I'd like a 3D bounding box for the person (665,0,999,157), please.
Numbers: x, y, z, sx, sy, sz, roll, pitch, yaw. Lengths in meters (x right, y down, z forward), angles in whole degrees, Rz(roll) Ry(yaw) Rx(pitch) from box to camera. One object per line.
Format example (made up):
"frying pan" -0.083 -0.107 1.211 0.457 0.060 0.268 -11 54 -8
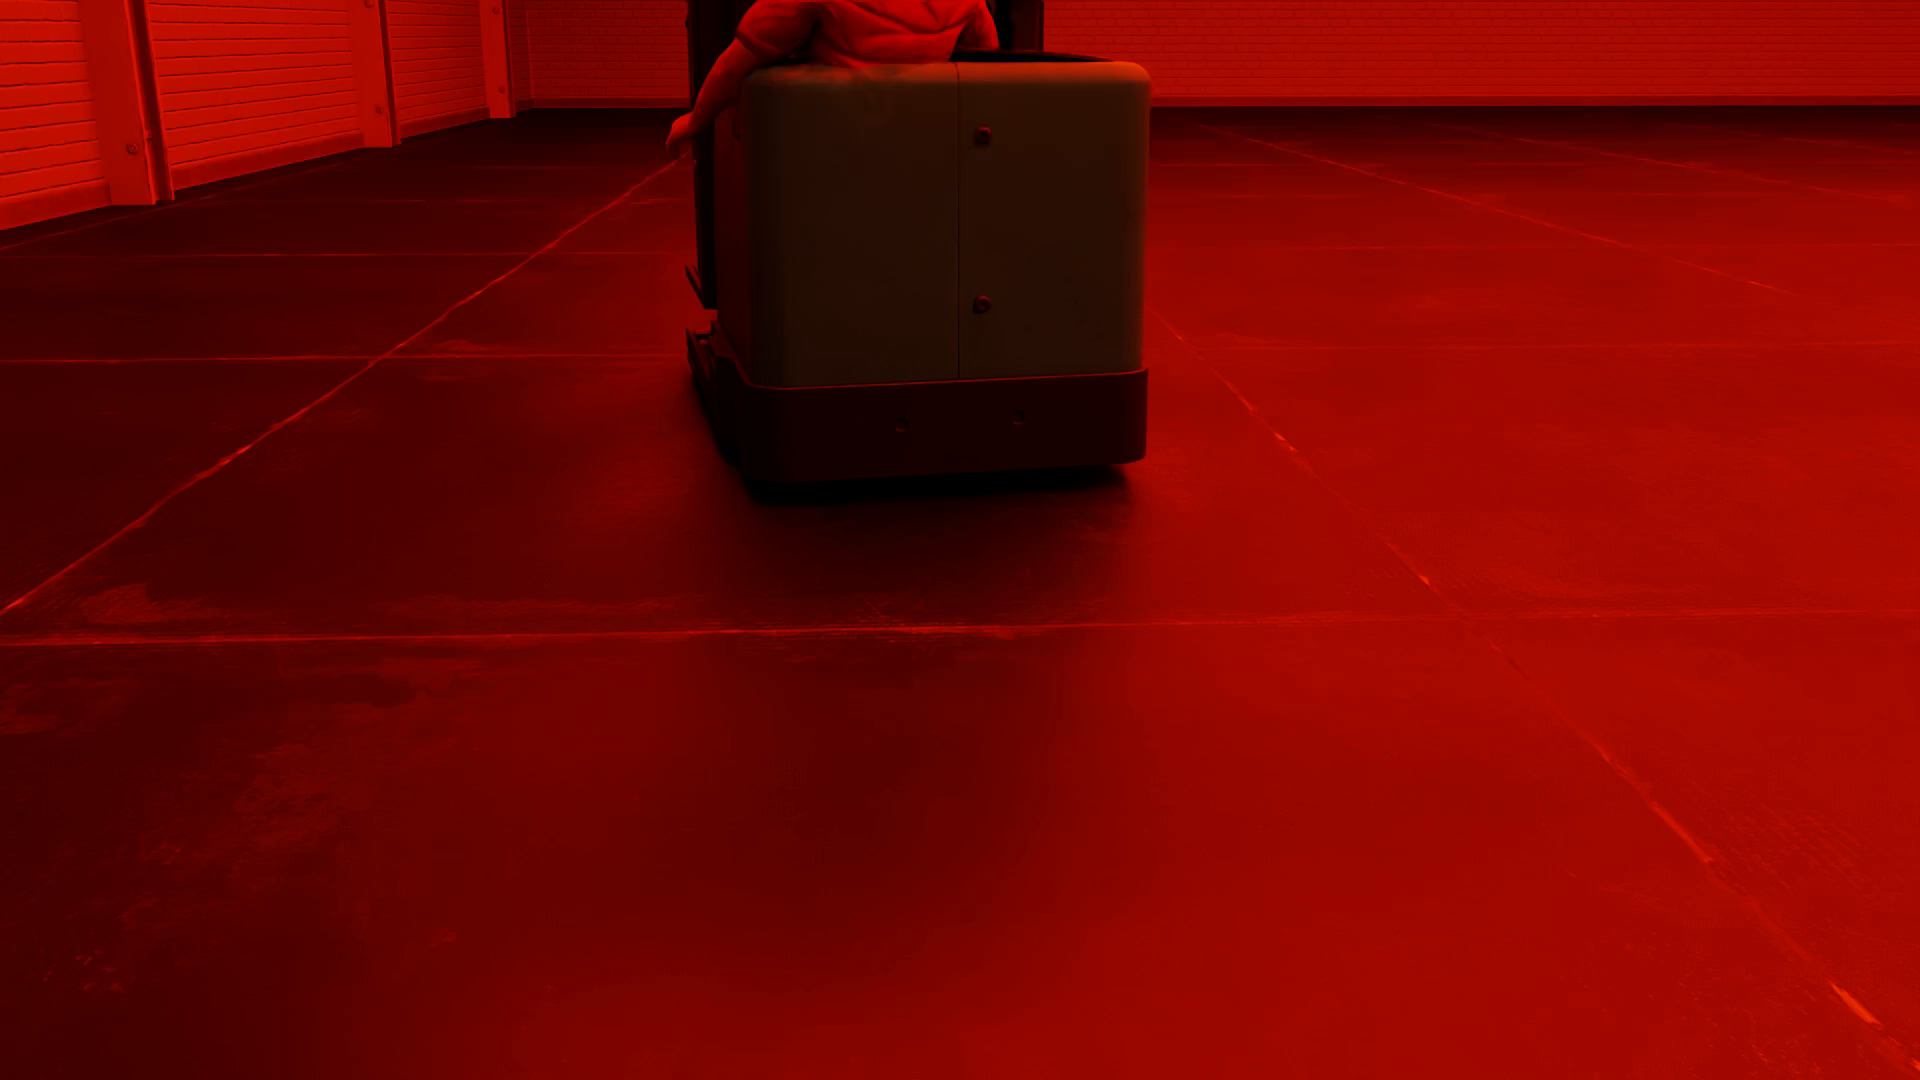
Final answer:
"person" -0.278 -0.921 4.321 0.859 1.637 0.650 -13 21 -37

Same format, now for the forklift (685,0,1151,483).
"forklift" -0.336 -1.933 5.228 1.130 2.935 3.031 -4 17 -12
